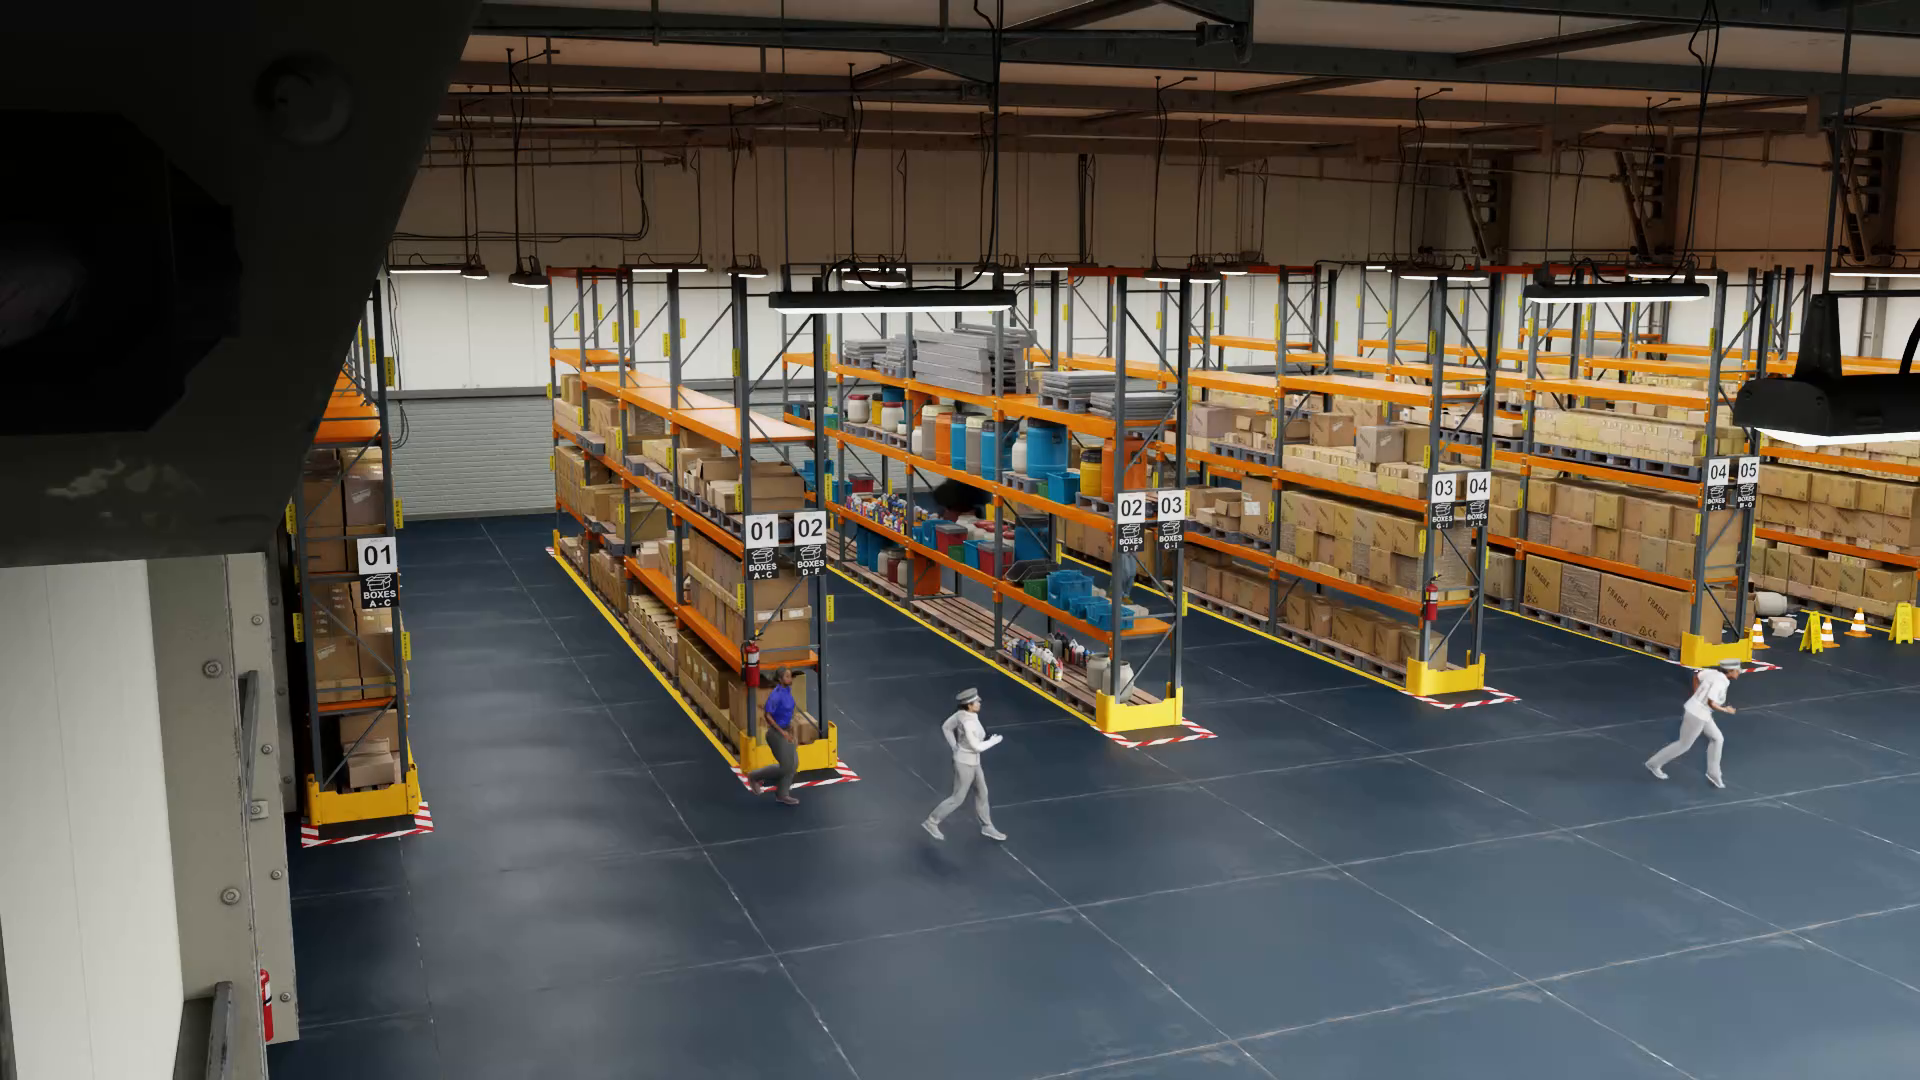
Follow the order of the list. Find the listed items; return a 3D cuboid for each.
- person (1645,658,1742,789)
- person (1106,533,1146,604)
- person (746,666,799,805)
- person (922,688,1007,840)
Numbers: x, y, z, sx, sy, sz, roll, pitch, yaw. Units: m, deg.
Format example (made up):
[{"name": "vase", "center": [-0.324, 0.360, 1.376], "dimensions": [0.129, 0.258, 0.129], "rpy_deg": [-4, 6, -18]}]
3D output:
[{"name": "person", "center": [8.738, 2.170, 19.839], "dimensions": [0.983, 1.623, 0.618], "rpy_deg": [3, 10, 16]}, {"name": "person", "center": [2.897, 0.219, 28.723], "dimensions": [0.690, 1.741, 0.573], "rpy_deg": [-4, 11, -23]}, {"name": "person", "center": [-2.153, 2.243, 19.200], "dimensions": [0.606, 1.624, 0.611], "rpy_deg": [2, 10, 9]}, {"name": "person", "center": [0.047, 2.412, 17.808], "dimensions": [0.919, 1.702, 0.597], "rpy_deg": [-1, 10, -4]}]
